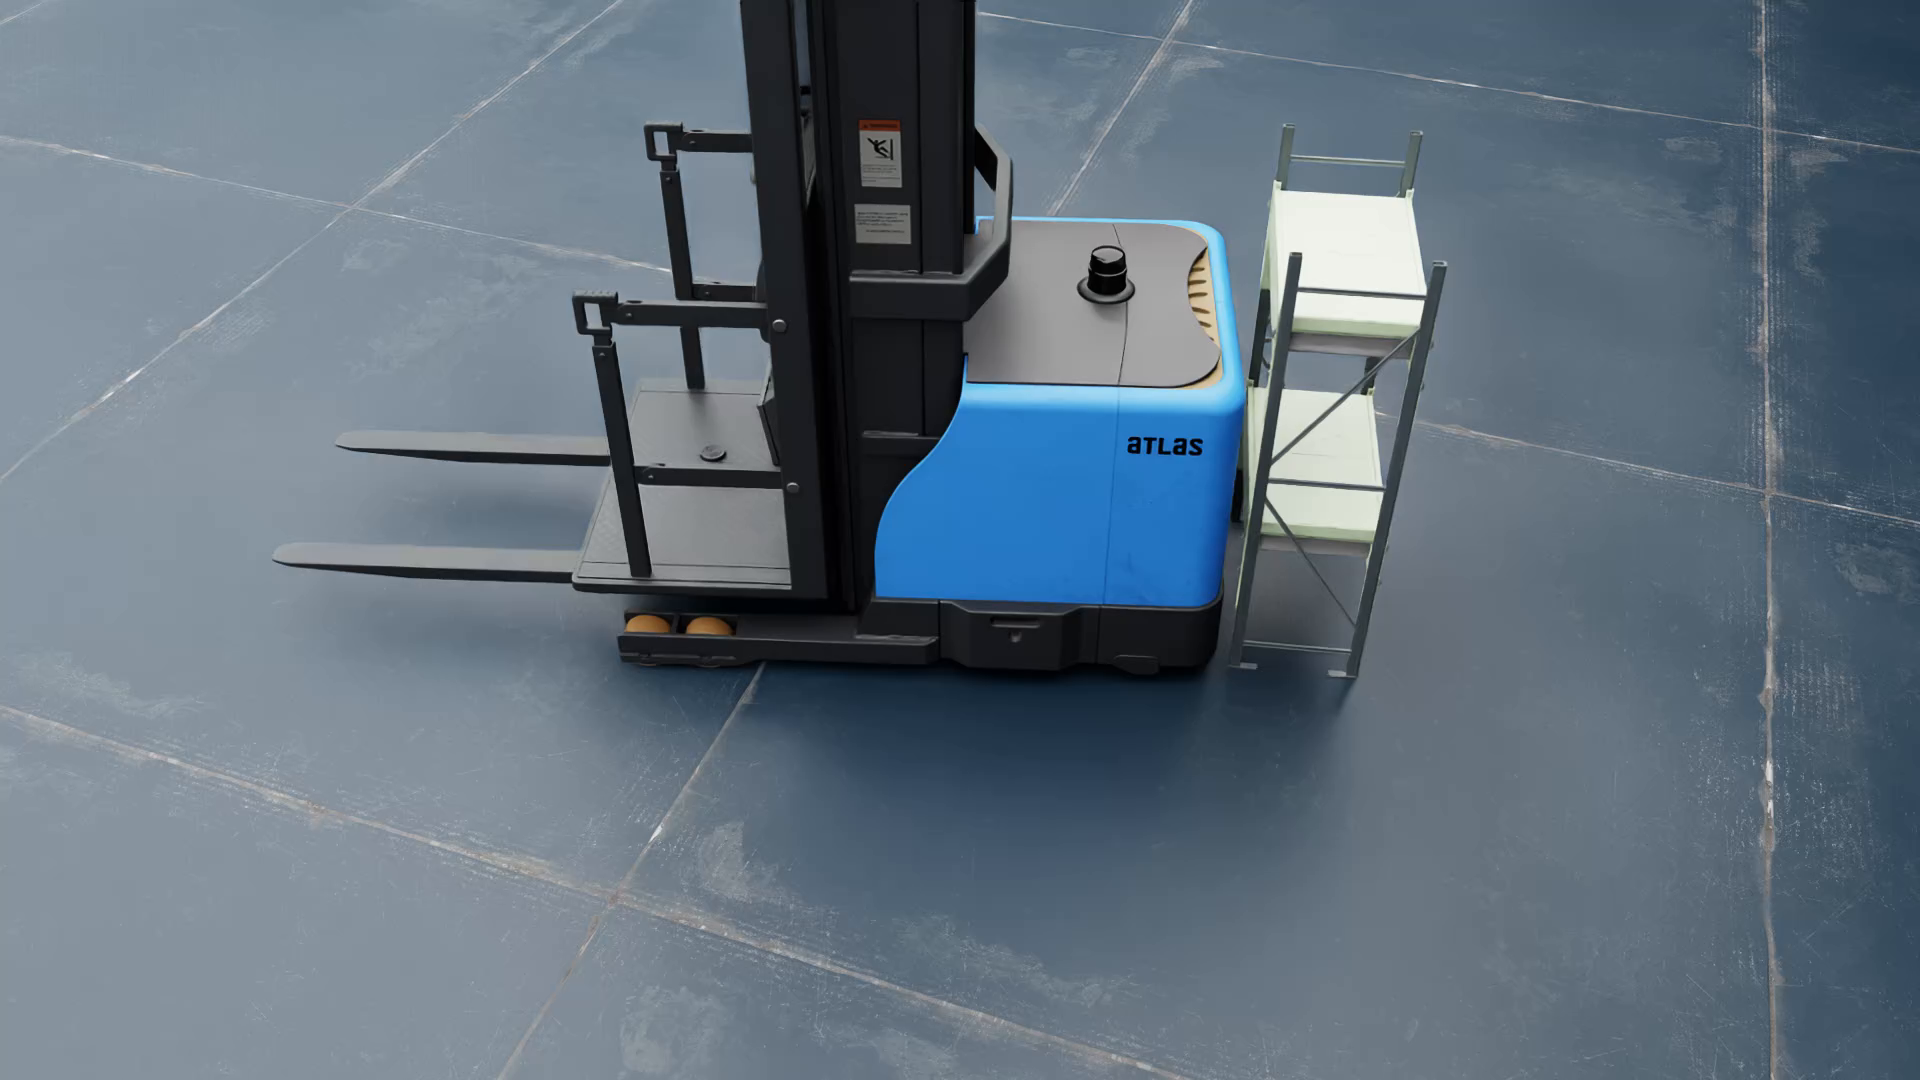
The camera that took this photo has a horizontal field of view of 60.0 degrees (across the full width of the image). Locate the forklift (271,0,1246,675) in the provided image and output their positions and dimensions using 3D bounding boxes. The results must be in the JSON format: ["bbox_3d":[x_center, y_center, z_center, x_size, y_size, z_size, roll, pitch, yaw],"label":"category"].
[{"bbox_3d":[-0.683,-1.051,4.723,3.031,2.935,1.130,2,41,2],"label":"forklift"}]

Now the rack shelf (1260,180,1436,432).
[{"bbox_3d":[1.098,-0.688,4.799,0.431,0.370,0.720,5,41,5],"label":"rack shelf"}]

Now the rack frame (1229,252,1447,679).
[{"bbox_3d":[1.052,-0.155,4.776,0.400,1.500,0.023,5,41,5],"label":"rack frame"}]

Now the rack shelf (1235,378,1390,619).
[{"bbox_3d":[1.098,-0.143,5.264,0.431,0.370,0.720,5,41,5],"label":"rack shelf"}]

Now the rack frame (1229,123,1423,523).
[{"bbox_3d":[1.143,-0.627,5.329,0.400,1.500,0.023,5,41,5],"label":"rack frame"}]

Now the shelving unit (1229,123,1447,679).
[{"bbox_3d":[1.098,-0.391,5.053,0.431,1.500,0.755,5,41,5],"label":"shelving unit"}]
